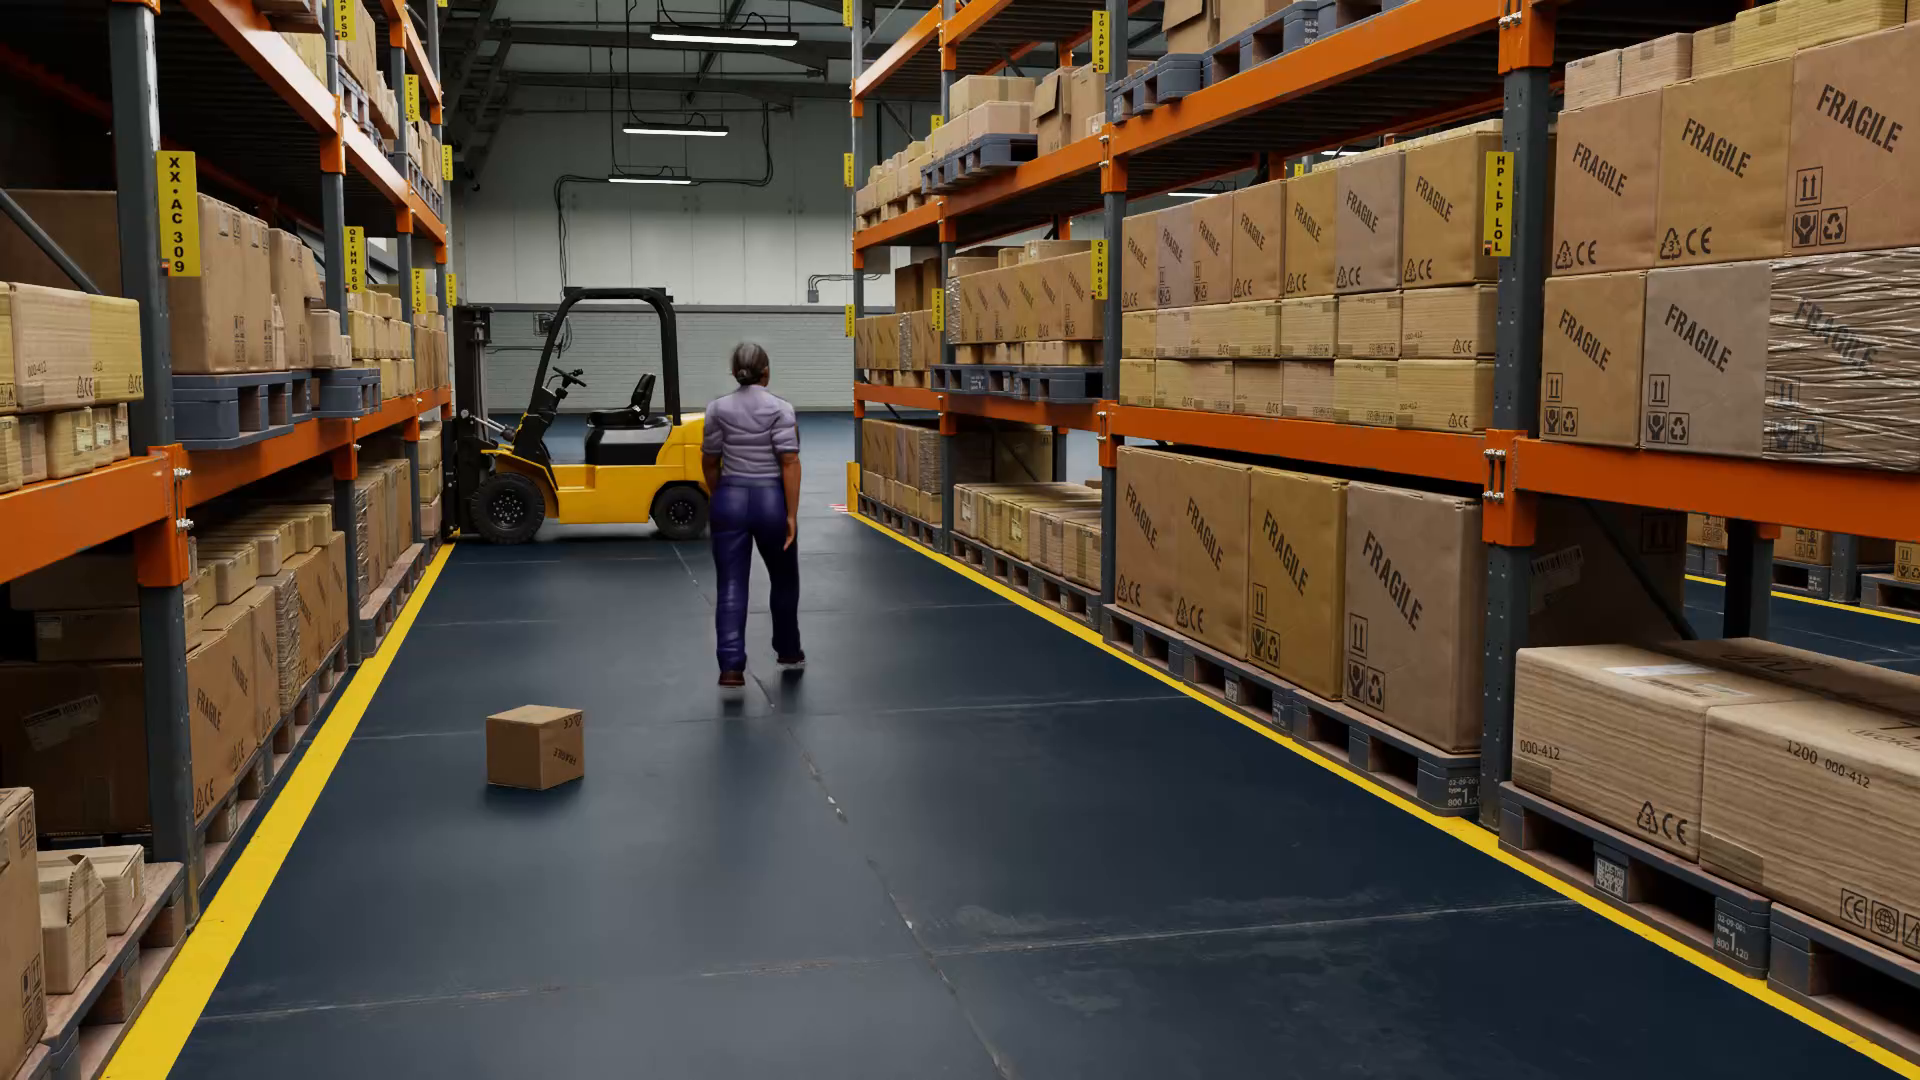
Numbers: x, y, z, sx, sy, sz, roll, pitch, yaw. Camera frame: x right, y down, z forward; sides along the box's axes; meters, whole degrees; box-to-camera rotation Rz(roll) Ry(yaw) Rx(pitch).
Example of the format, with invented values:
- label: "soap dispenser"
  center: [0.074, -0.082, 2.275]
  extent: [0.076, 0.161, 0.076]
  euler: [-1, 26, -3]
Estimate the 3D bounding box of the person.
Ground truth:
- label: "person"
  center: [-0.980, -0.143, 7.929]
  extent: [0.493, 1.586, 0.997]
  euler: [0, 6, 1]
